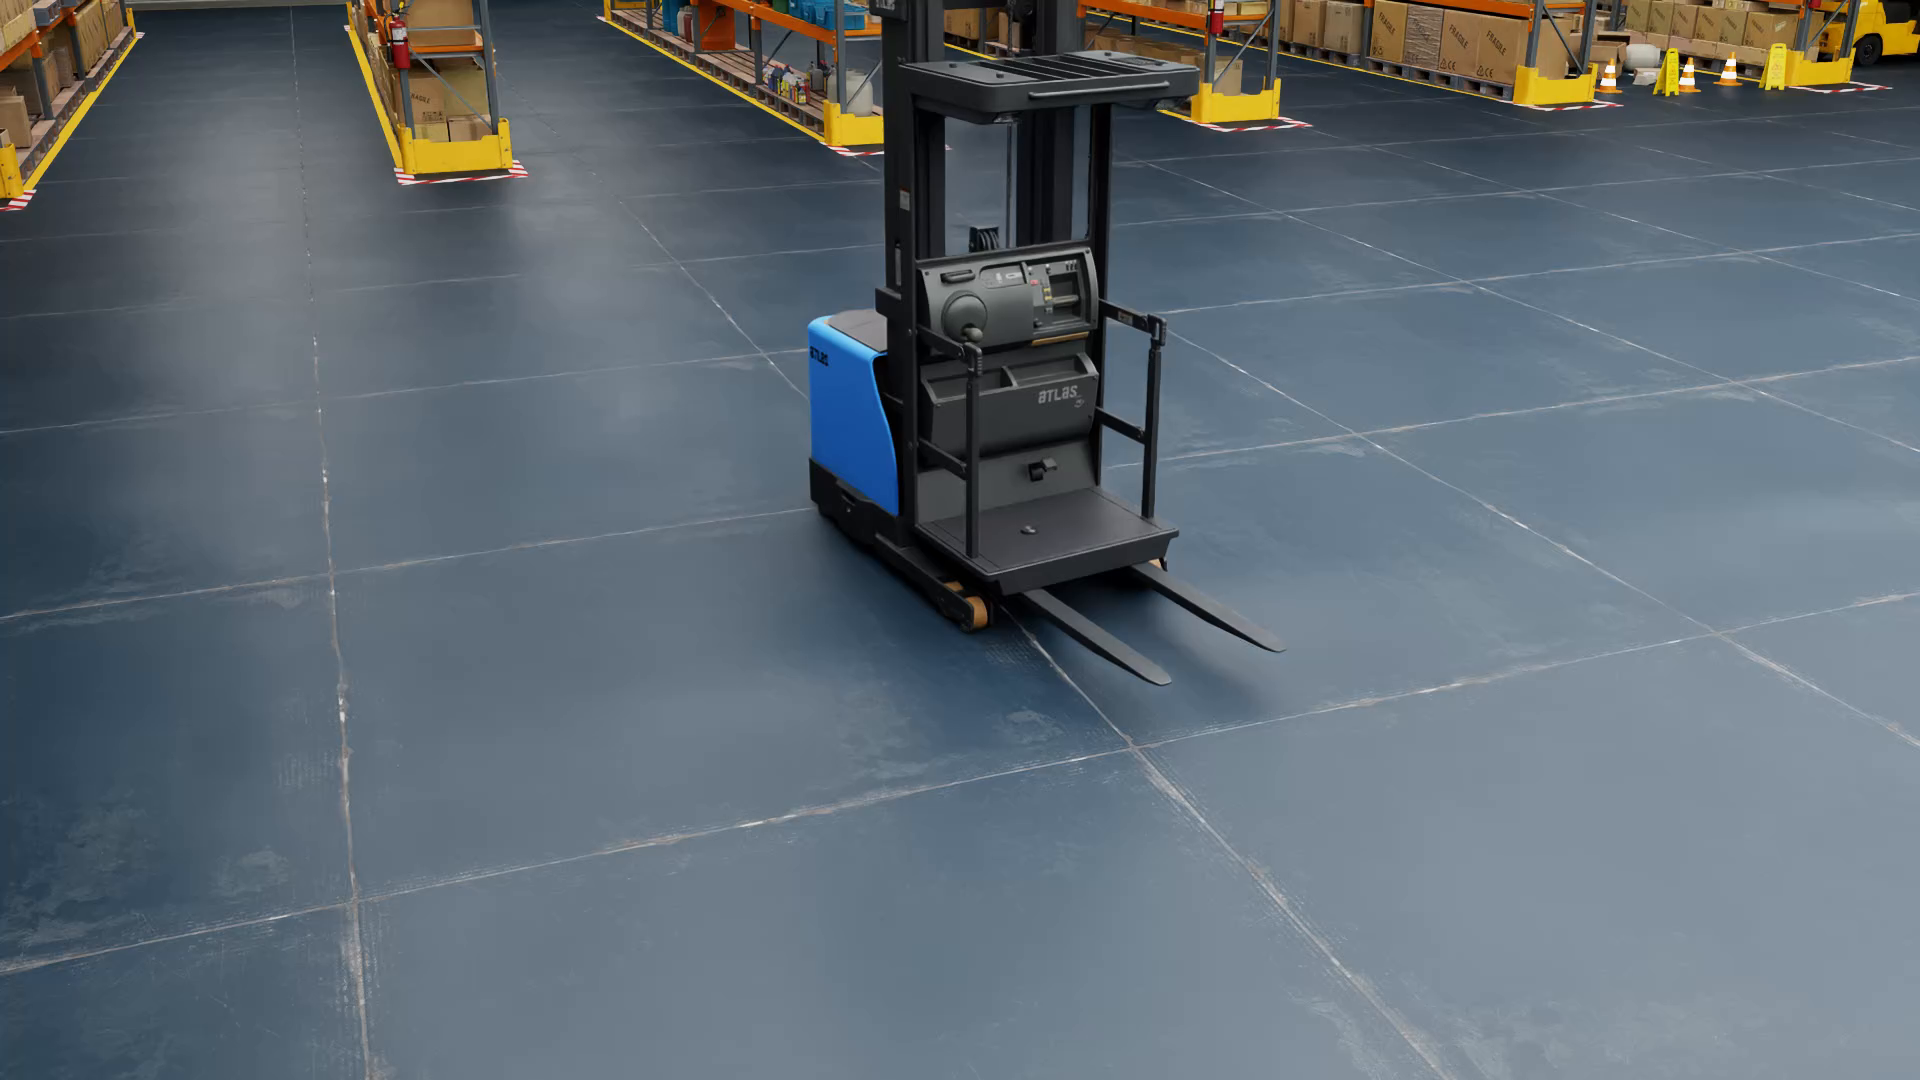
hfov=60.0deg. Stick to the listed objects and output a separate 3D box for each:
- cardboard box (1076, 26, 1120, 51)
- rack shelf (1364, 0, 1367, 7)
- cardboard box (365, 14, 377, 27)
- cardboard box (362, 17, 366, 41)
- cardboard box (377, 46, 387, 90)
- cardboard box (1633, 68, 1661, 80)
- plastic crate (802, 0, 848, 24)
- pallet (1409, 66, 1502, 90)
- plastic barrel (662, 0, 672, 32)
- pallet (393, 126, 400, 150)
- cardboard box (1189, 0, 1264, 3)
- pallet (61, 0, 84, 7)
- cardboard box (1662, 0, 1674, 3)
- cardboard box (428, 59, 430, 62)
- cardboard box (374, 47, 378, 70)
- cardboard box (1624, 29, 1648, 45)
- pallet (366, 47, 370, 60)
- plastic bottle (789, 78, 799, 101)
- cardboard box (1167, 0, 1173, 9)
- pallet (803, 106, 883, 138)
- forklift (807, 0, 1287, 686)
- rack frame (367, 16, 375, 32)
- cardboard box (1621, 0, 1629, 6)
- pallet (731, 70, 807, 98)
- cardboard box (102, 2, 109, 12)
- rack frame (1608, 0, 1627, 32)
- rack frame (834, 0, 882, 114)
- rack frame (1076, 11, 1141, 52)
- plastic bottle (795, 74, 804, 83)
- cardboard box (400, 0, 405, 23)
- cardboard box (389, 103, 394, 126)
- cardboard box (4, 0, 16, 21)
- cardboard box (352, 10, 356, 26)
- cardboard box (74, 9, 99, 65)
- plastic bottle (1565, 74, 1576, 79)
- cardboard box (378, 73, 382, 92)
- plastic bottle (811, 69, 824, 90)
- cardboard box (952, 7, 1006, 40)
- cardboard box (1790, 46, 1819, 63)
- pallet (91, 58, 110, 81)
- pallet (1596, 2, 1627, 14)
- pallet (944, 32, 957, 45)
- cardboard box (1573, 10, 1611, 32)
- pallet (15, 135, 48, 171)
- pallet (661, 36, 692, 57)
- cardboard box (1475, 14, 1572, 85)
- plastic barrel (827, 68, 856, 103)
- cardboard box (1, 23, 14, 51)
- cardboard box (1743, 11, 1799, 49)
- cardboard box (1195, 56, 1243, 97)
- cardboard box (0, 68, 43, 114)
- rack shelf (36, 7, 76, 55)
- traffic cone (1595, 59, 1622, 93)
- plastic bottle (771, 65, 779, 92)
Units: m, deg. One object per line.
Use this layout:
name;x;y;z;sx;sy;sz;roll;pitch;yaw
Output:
cardboard box;2.036;-7.636;25.657;0.700;0.500;0.500;-10;25;-23
rack shelf;6.202;-9.398;28.112;1.077;0.370;4.000;-8;24;-19
cardboard box;-9.023;-8.179;25.979;0.500;0.250;0.500;-7;24;-17
cardboard box;-9.551;-8.375;27.410;0.500;0.500;0.500;-8;24;-18
cardboard box;-7.165;-6.062;21.304;0.500;0.500;0.500;-8;24;-19
cardboard box;10.564;-7.151;25.524;0.380;0.149;0.250;4;23;9
plastic crate;-1.668;-6.535;20.585;0.499;0.251;0.408;-8;24;-19
pallet;7.539;-6.987;25.055;1.003;0.211;1.213;-8;24;-19
plastic barrel;-5.051;-9.613;29.857;0.600;0.901;0.708;-8;24;-19
pallet;-6.360;-4.978;20.288;1.003;0.211;1.213;-8;24;-19
cardboard box;3.477;-7.293;21.678;0.875;0.500;0.500;-8;24;-19
pallet;-12.731;-7.441;22.789;1.213;0.211;1.003;-8;24;-19
cardboard box;11.631;-8.798;26.961;0.380;0.149;0.250;-7;24;-17
cardboard box;-6.322;-5.770;20.613;0.500;0.500;0.500;-8;24;-19
cardboard box;-7.811;-6.664;22.976;0.500;0.311;0.500;-8;24;-19
cardboard box;11.460;-8.394;27.803;0.500;0.250;0.500;-10;25;-21
pallet;-9.539;-8.333;28.249;1.003;0.211;1.213;-8;24;-19
plastic bottle;-2.159;-5.927;21.890;0.152;0.276;0.135;-9;24;-20
cardboard box;3.004;-7.229;22.364;0.380;0.149;0.250;-8;24;-19
pallet;-1.341;-5.258;20.954;1.003;0.211;1.213;-8;24;-19
forklift;0.351;-1.127;7.650;1.130;2.935;3.031;-13;26;-27
rack frame;-8.449;-8.455;24.948;1.000;3.000;0.127;-8;24;-19
cardboard box;14.028;-11.394;34.598;0.500;0.500;0.500;-7;24;-17
pallet;-2.714;-6.675;24.314;1.003;0.211;1.213;-8;24;-19
cardboard box;-14.614;-9.003;28.091;0.380;0.149;0.250;-8;24;-17
rack frame;11.504;-9.719;27.947;1.000;3.000;0.127;-8;24;-19
rack frame;-0.988;-6.226;19.660;1.000;3.000;0.127;-8;24;-19
rack frame;2.233;-8.359;24.721;1.000;3.000;0.127;-8;24;-19
plastic bottle;-2.157;-6.083;22.262;0.152;0.276;0.135;-8;24;-19
cardboard box;-5.966;-5.956;18.889;0.700;0.500;0.500;-8;24;-18
cardboard box;-6.630;-5.172;20.159;0.500;0.250;0.500;-8;24;-19
cardboard box;-10.679;-5.923;18.142;0.500;0.500;0.500;-8;24;-17
cardboard box;-10.995;-9.697;30.870;0.500;0.250;0.500;-8;24;-19
cardboard box;-13.523;-7.581;25.102;0.750;0.750;0.750;-8;24;-19
plastic bottle;9.415;-7.117;25.558;0.133;0.061;0.283;-18;29;-37
cardboard box;-7.631;-6.223;22.651;0.500;0.250;0.500;-9;24;-20
plastic bottle;-1.965;-6.334;22.855;0.152;0.276;0.135;-8;24;-19
cardboard box;0.596;-9.281;29.102;1.225;0.875;0.875;-10;25;-21
cardboard box;12.891;-7.523;25.736;0.500;0.250;0.500;-9;24;-19
pallet;-13.717;-7.228;25.628;1.003;0.211;1.213;-8;24;-19
pallet;14.078;-11.289;35.262;1.003;0.211;1.213;-8;24;-19
pallet;0.185;-9.267;30.465;1.003;0.211;1.213;-8;24;-19
cardboard box;11.059;-9.152;29.446;0.950;0.372;0.625;-7;24;-16
pallet;-10.964;-4.352;18.804;1.003;0.211;1.213;-8;24;-19
pallet;-4.559;-8.571;28.814;1.003;0.211;1.213;-8;24;-19
cardboard box;8.020;-7.001;23.694;0.875;0.875;0.875;-8;24;-19
plastic barrel;-1.469;-5.684;21.036;0.421;0.512;0.421;0;23;0
cardboard box;-10.502;-5.401;17.868;0.500;0.250;0.500;-9;24;-20
cardboard box;12.390;-7.793;25.411;0.500;0.500;0.500;-8;24;-19
cardboard box;3.441;-6.177;22.220;0.500;0.500;0.500;-4;23;-9
cardboard box;-11.945;-5.636;20.913;0.700;0.500;0.500;-7;24;-17
rack shelf;-12.376;-6.715;21.747;1.077;0.370;4.000;-8;24;-19
traffic cone;9.463;-6.768;24.213;0.336;0.463;0.334;-8;24;-19
plastic bottle;-2.504;-6.311;22.707;0.144;0.351;0.185;-8;24;-18
